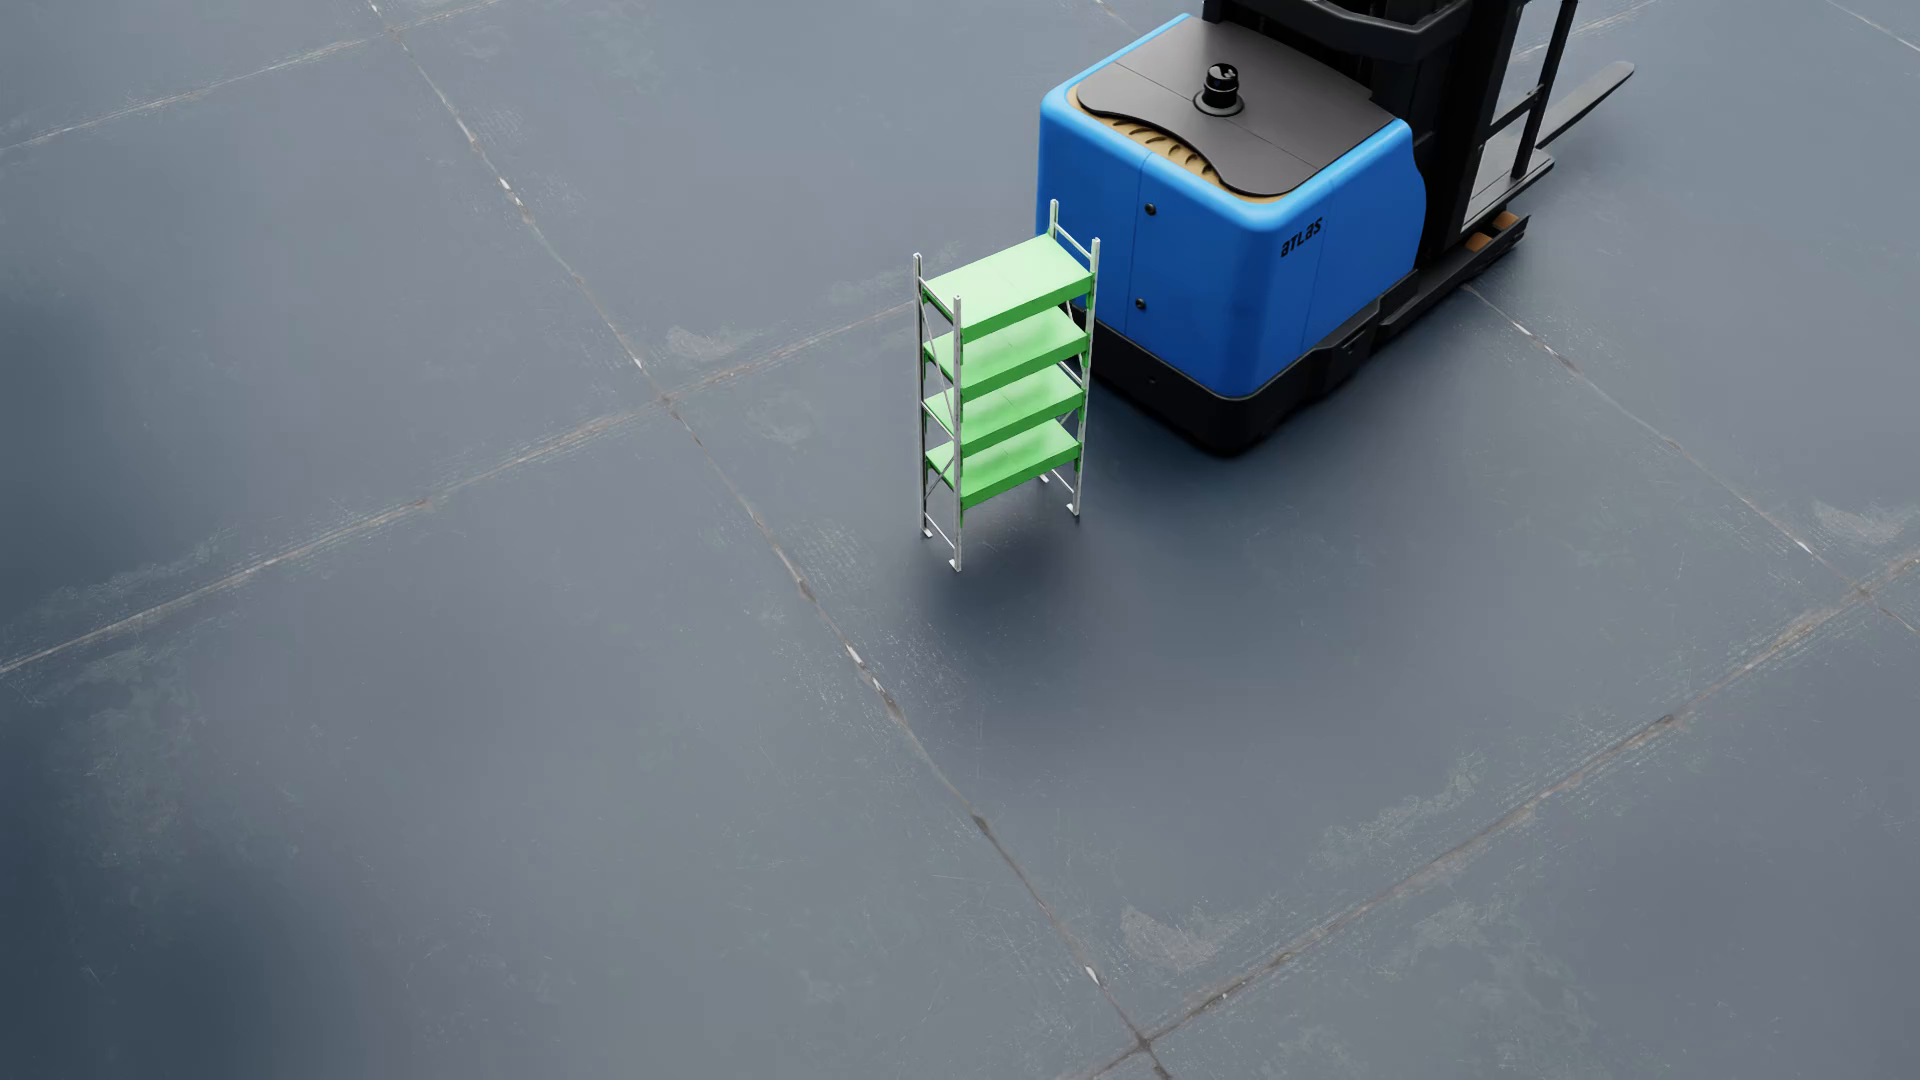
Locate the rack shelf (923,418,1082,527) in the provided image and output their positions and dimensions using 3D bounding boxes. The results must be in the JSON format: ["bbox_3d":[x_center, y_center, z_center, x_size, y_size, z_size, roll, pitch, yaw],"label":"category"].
[{"bbox_3d":[0.140,-0.263,5.588,0.480,0.148,0.258,-25,53,-21],"label":"rack shelf"}]

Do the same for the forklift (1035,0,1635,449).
[{"bbox_3d":[1.660,-2.292,5.829,3.031,2.935,1.130,-37,58,-28],"label":"forklift"}]

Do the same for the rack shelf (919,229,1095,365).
[{"bbox_3d":[0.140,-0.742,5.050,0.480,0.148,0.258,-25,53,-21],"label":"rack shelf"}]

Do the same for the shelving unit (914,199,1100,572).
[{"bbox_3d":[0.140,-0.465,5.361,0.503,1.200,0.258,-25,53,-21],"label":"shelving unit"}]

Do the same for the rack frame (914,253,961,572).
[{"bbox_3d":[-0.066,-0.368,5.274,0.015,1.200,0.240,-25,53,-21],"label":"rack frame"}]

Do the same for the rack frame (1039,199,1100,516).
[{"bbox_3d":[0.346,-0.562,5.447,0.015,1.200,0.240,-25,53,-21],"label":"rack frame"}]

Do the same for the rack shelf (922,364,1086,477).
[{"bbox_3d":[0.140,-0.423,5.408,0.480,0.148,0.258,-25,53,-21],"label":"rack shelf"}]

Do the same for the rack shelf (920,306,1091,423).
[{"bbox_3d":[0.140,-0.582,5.229,0.480,0.148,0.258,-25,53,-21],"label":"rack shelf"}]
